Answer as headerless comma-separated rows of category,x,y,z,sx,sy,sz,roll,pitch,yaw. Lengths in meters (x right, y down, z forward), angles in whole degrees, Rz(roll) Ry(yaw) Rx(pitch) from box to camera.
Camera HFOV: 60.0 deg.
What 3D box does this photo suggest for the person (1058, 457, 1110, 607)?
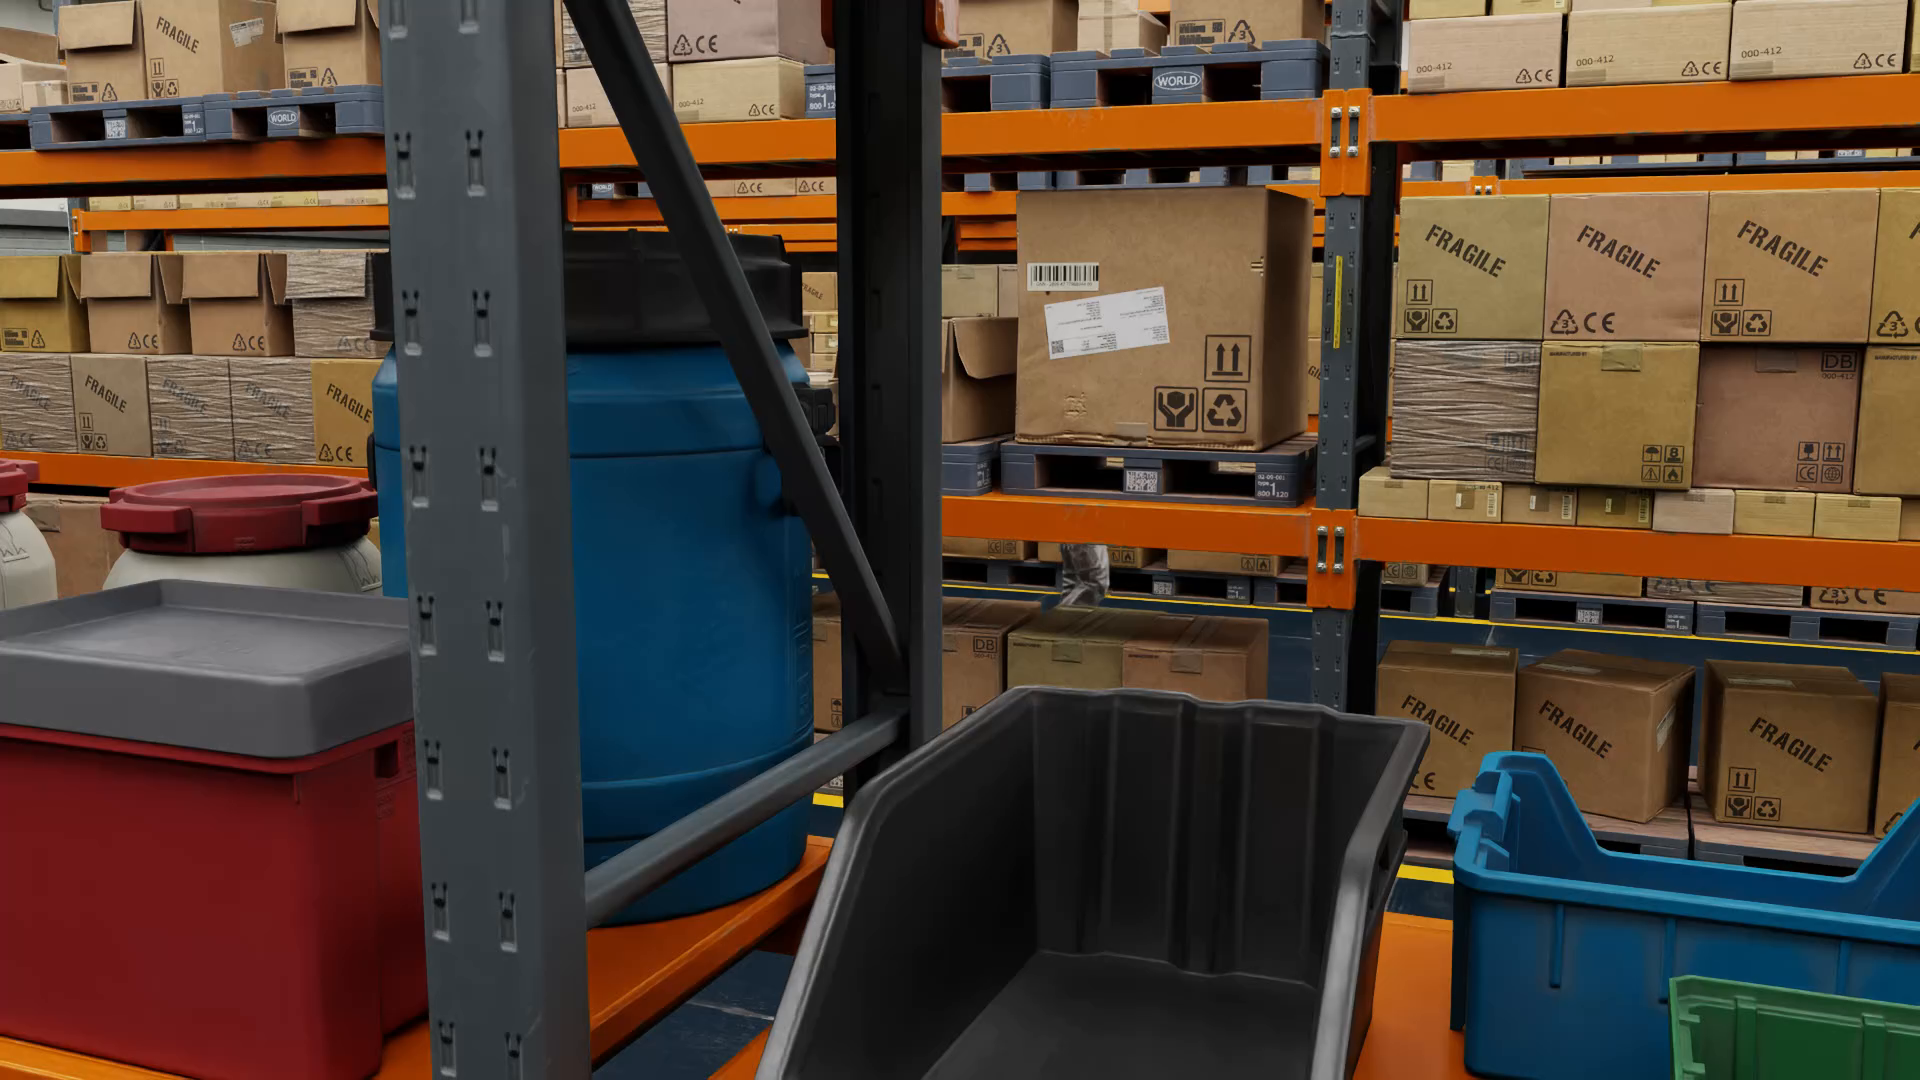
person,0.650,-0.131,9.095,0.442,1.798,0.626,1,9,5
